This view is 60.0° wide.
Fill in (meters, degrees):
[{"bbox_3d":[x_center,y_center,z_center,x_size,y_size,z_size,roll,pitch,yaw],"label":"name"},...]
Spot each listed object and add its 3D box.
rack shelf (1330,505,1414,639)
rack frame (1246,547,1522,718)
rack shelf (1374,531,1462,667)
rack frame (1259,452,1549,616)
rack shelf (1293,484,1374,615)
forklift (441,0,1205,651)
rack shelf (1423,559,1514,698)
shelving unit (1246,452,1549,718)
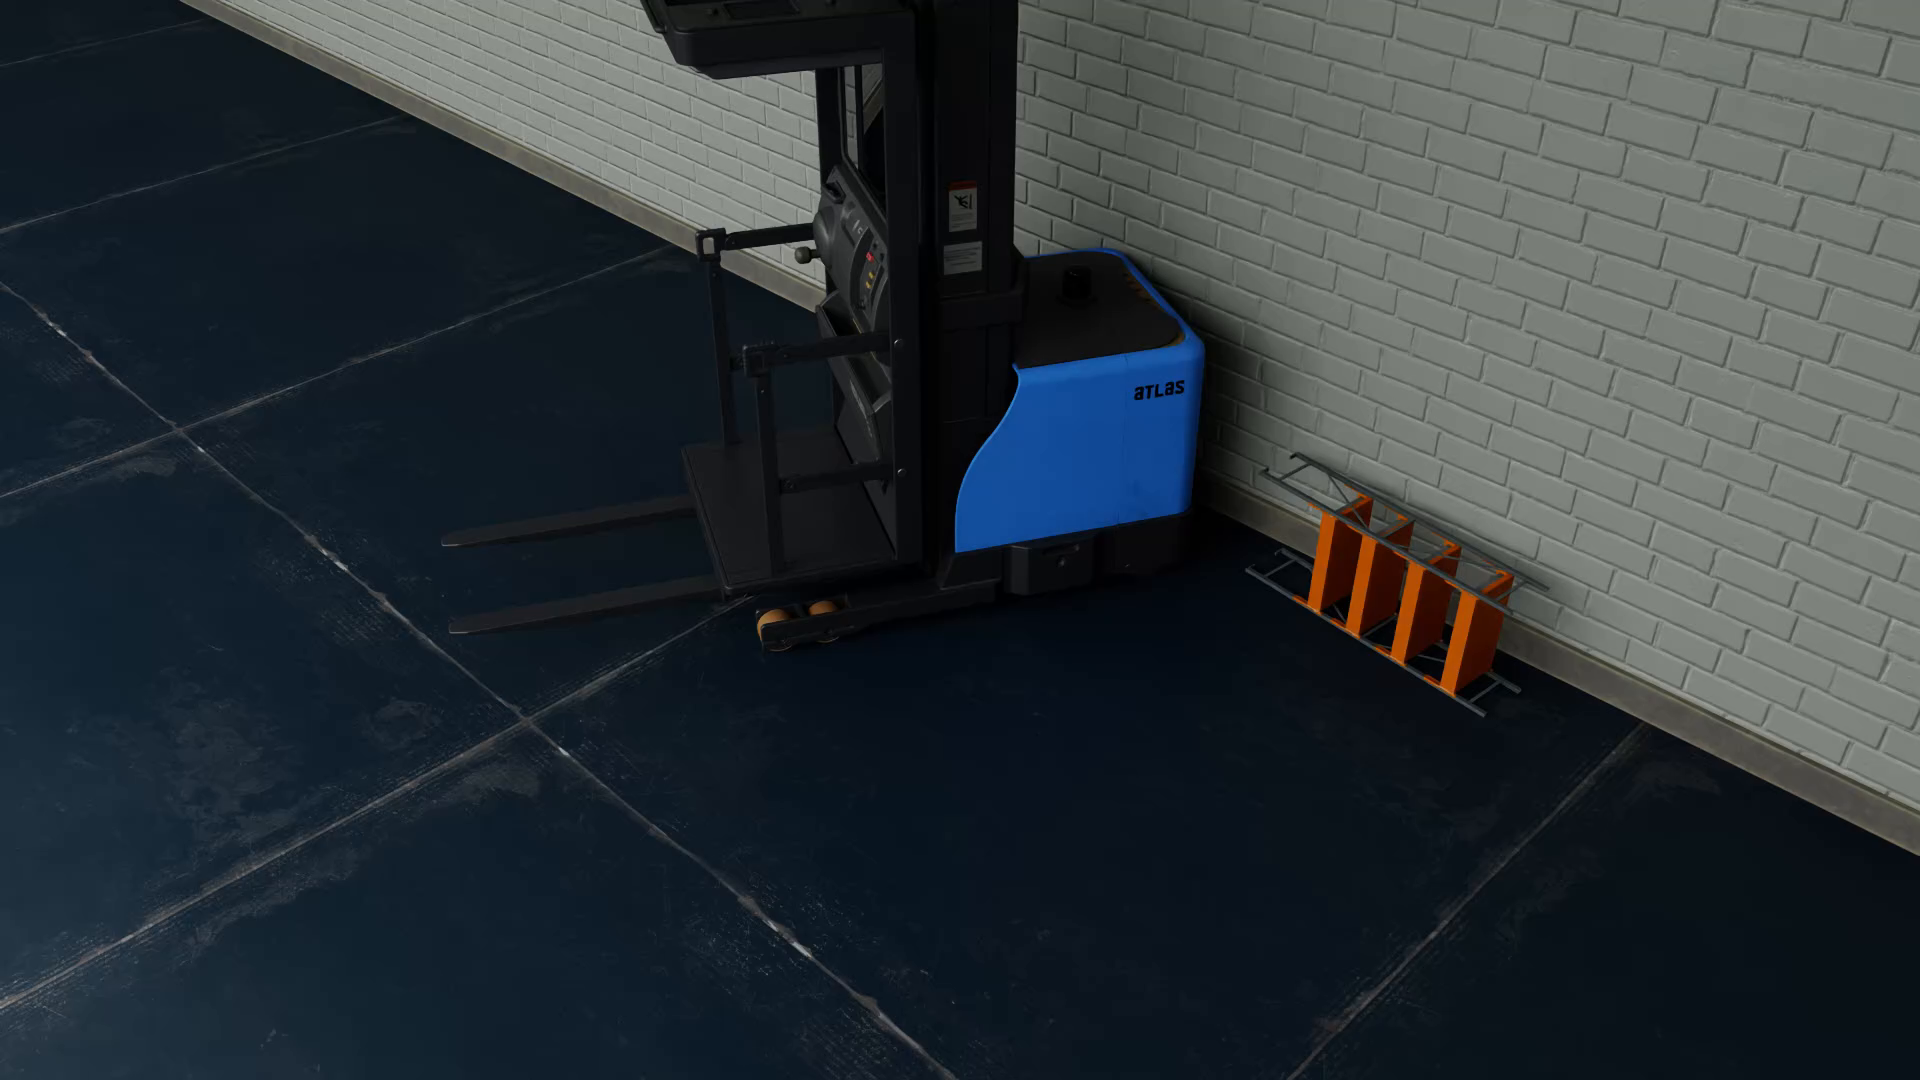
[{"bbox_3d":[1.644,0.123,6.614,0.258,0.480,0.148,-26,43,-32],"label":"rack shelf"},{"bbox_3d":[1.685,0.352,6.715,0.240,0.015,1.200,-26,43,-32],"label":"rack frame"},{"bbox_3d":[1.788,0.224,6.476,0.258,0.480,0.148,-26,43,-32],"label":"rack shelf"},{"bbox_3d":[1.690,-0.045,6.431,0.240,0.015,1.200,-26,43,-32],"label":"rack frame"},{"bbox_3d":[1.516,0.034,6.737,0.258,0.480,0.148,-26,43,-32],"label":"rack shelf"},{"bbox_3d":[-0.598,-1.098,6.262,3.031,2.935,1.130,-10,36,-14],"label":"forklift"},{"bbox_3d":[1.941,0.331,6.330,0.258,0.480,0.148,-26,43,-32],"label":"rack shelf"},{"bbox_3d":[1.687,0.154,6.573,0.258,0.503,1.200,-26,43,-32],"label":"shelving unit"}]
